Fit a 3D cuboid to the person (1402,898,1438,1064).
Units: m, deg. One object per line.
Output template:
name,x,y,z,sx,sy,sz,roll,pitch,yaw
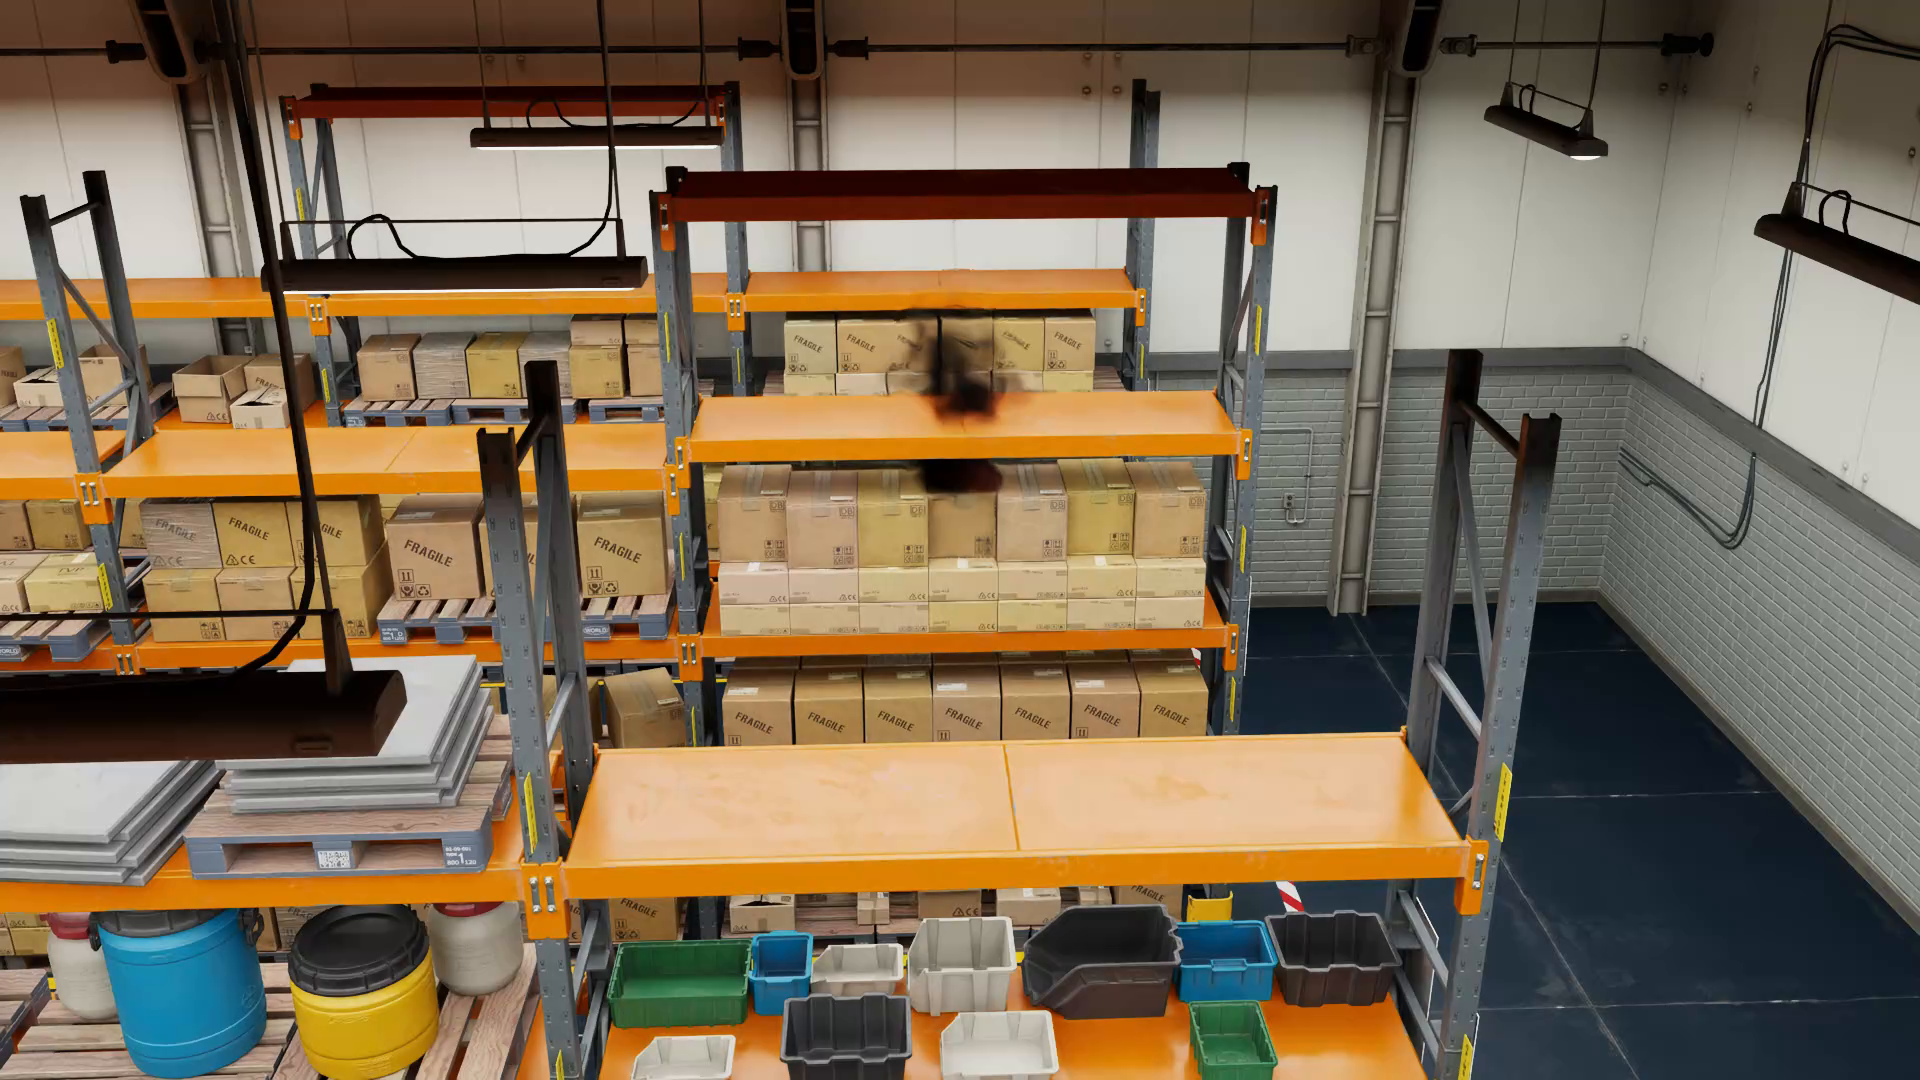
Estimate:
person,2.589,4.965,4.698,5.069,3.177,7.685,12,25,27
